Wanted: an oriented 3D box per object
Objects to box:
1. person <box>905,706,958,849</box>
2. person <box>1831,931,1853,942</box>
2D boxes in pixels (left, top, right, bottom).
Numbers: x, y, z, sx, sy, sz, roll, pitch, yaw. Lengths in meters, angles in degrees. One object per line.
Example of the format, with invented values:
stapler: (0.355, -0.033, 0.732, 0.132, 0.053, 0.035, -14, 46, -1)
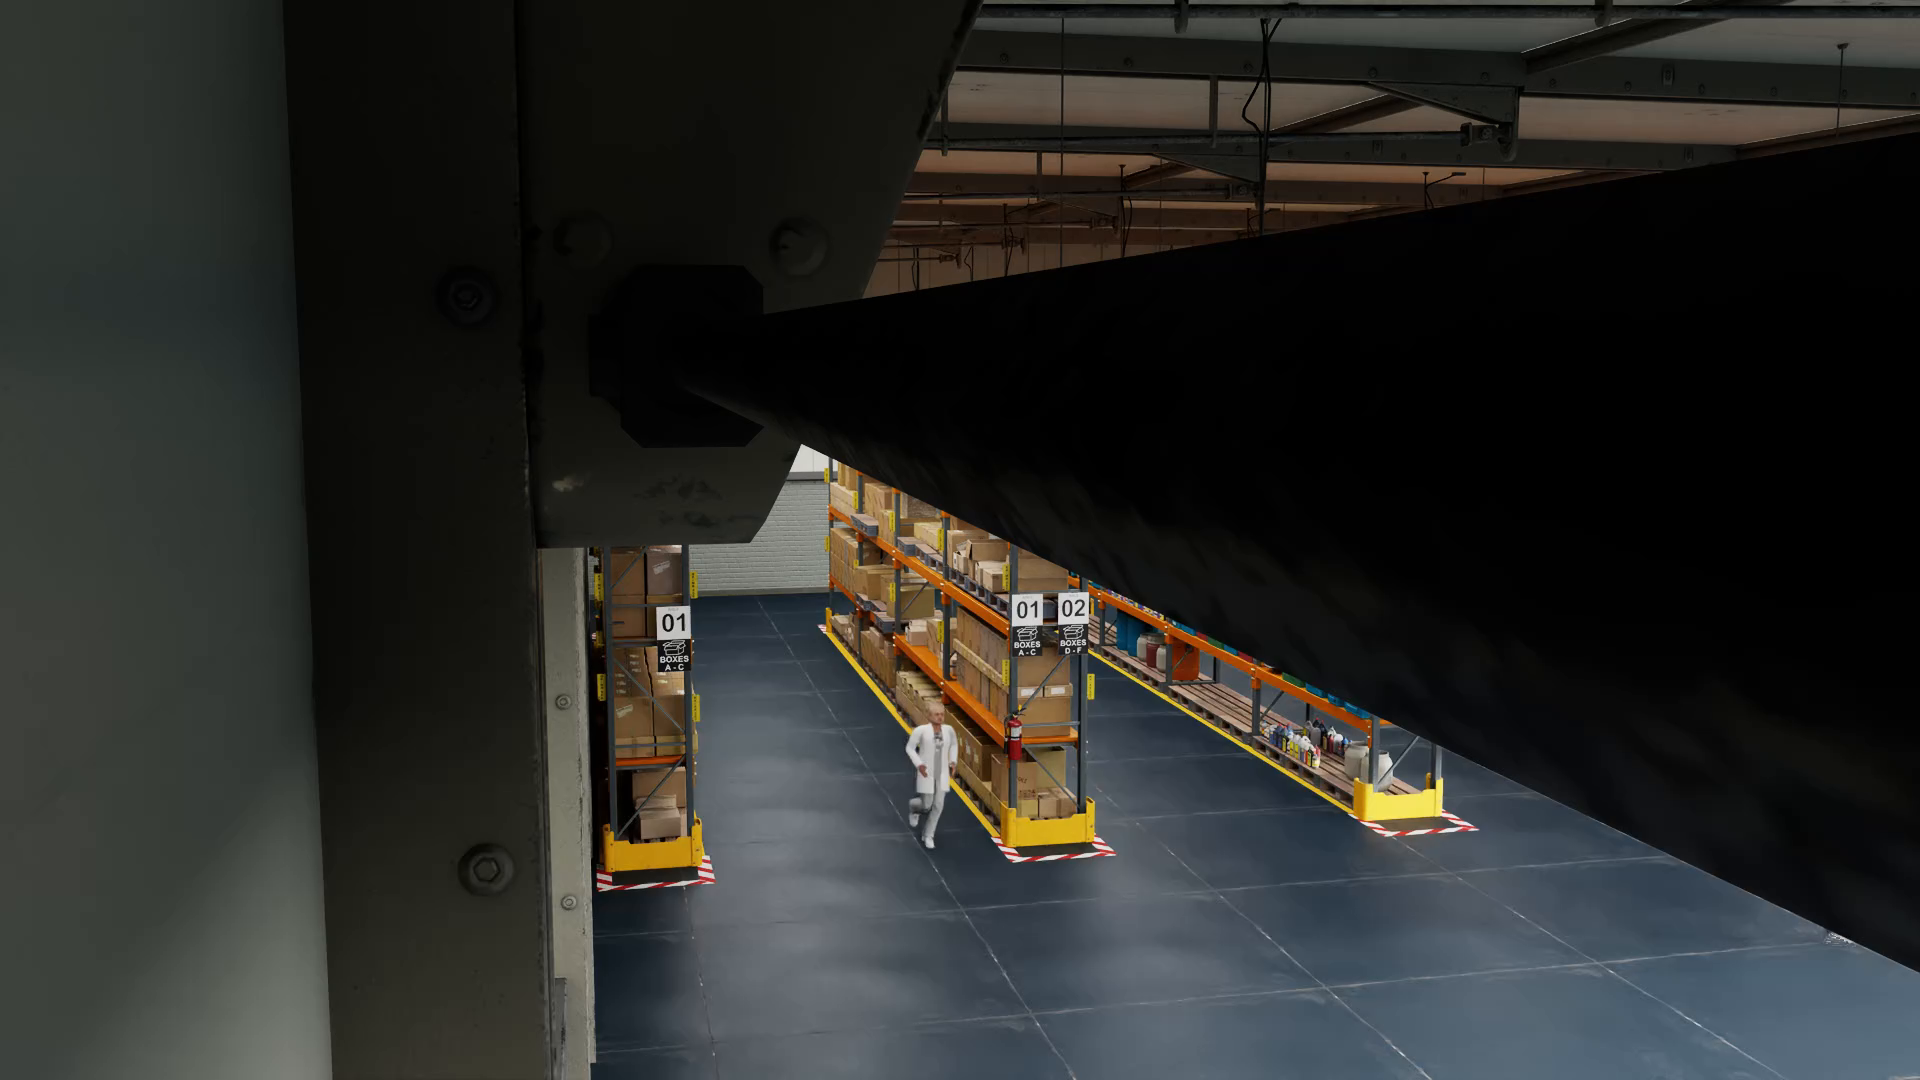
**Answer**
person: (-0.320, 2.980, 21.187, 0.727, 1.755, 0.713, -3, 7, -24)
person: (9.518, 3.532, 17.360, 0.710, 1.546, 0.503, 0, 7, 2)
